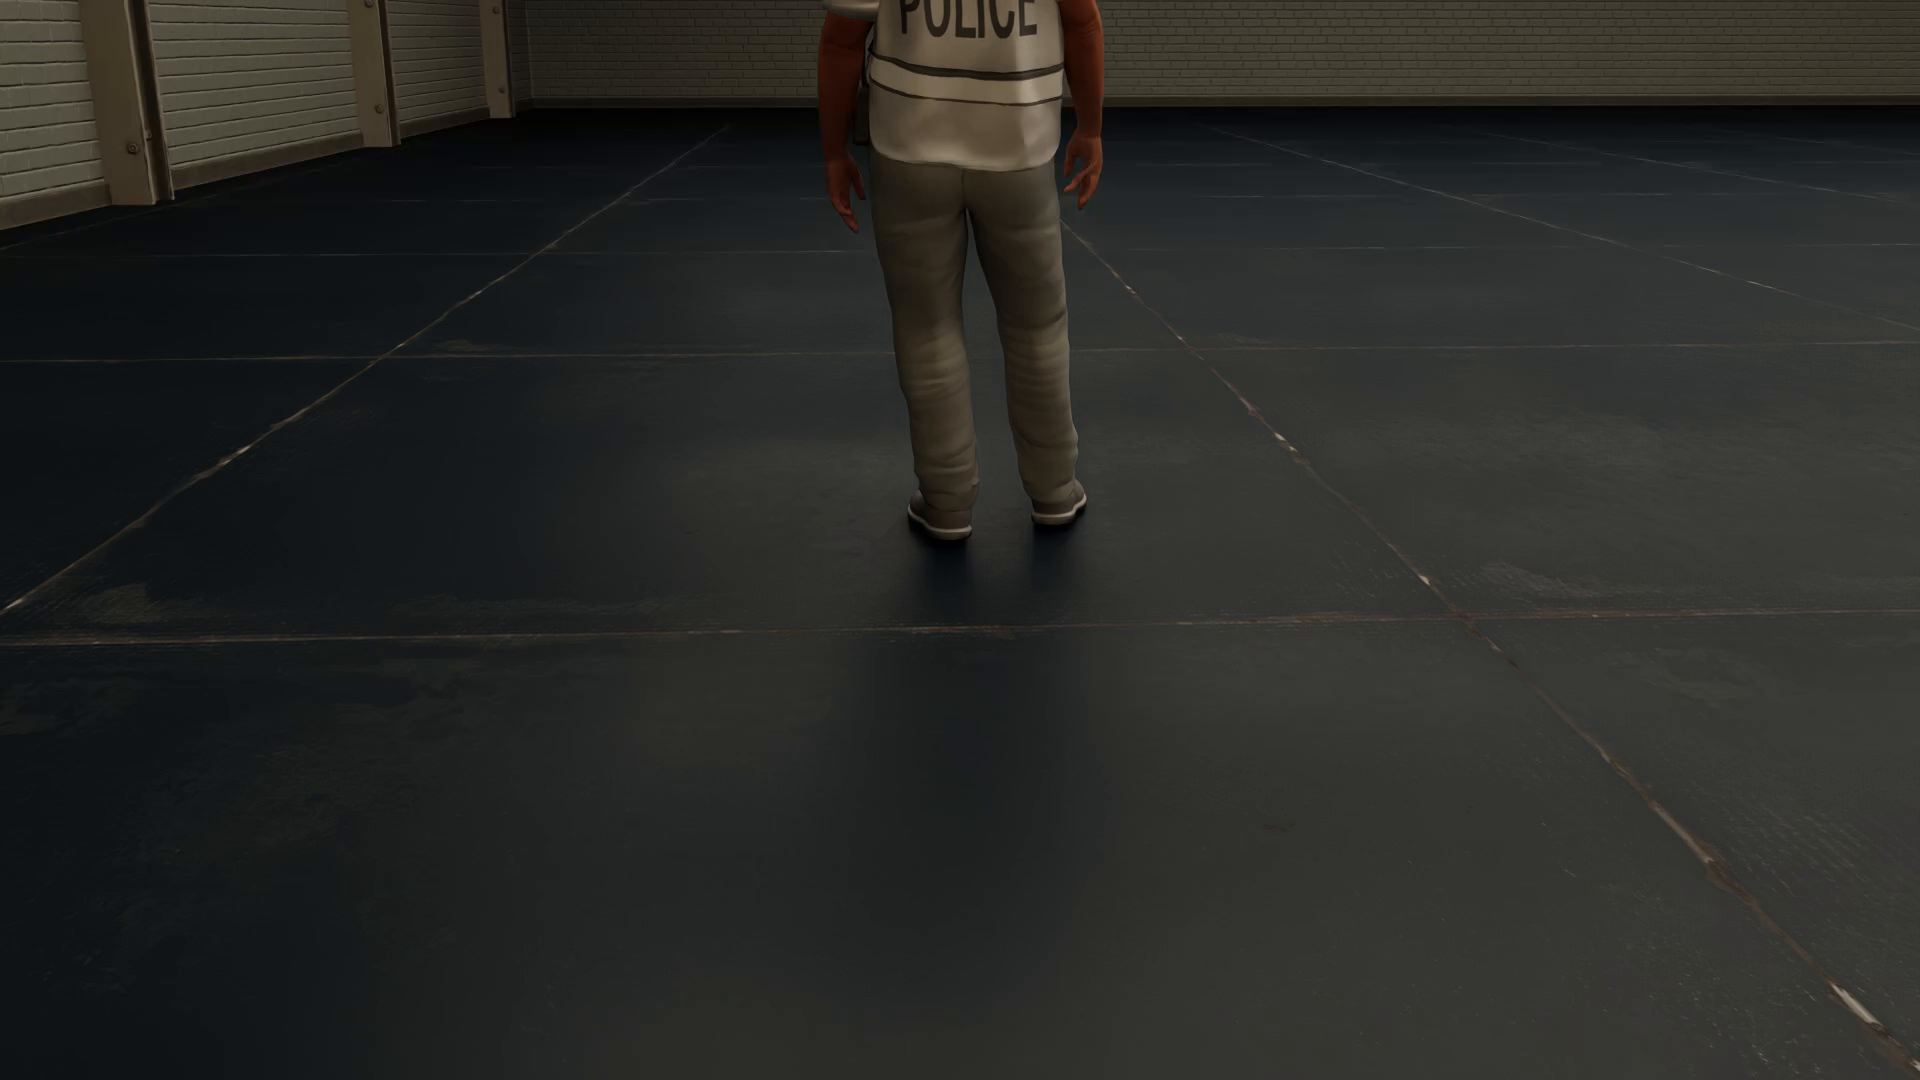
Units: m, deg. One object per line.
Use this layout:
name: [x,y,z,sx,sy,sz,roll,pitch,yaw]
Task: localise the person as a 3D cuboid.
person: [0.008,-0.882,3.730,0.640,1.781,0.575,-1,17,-3]
